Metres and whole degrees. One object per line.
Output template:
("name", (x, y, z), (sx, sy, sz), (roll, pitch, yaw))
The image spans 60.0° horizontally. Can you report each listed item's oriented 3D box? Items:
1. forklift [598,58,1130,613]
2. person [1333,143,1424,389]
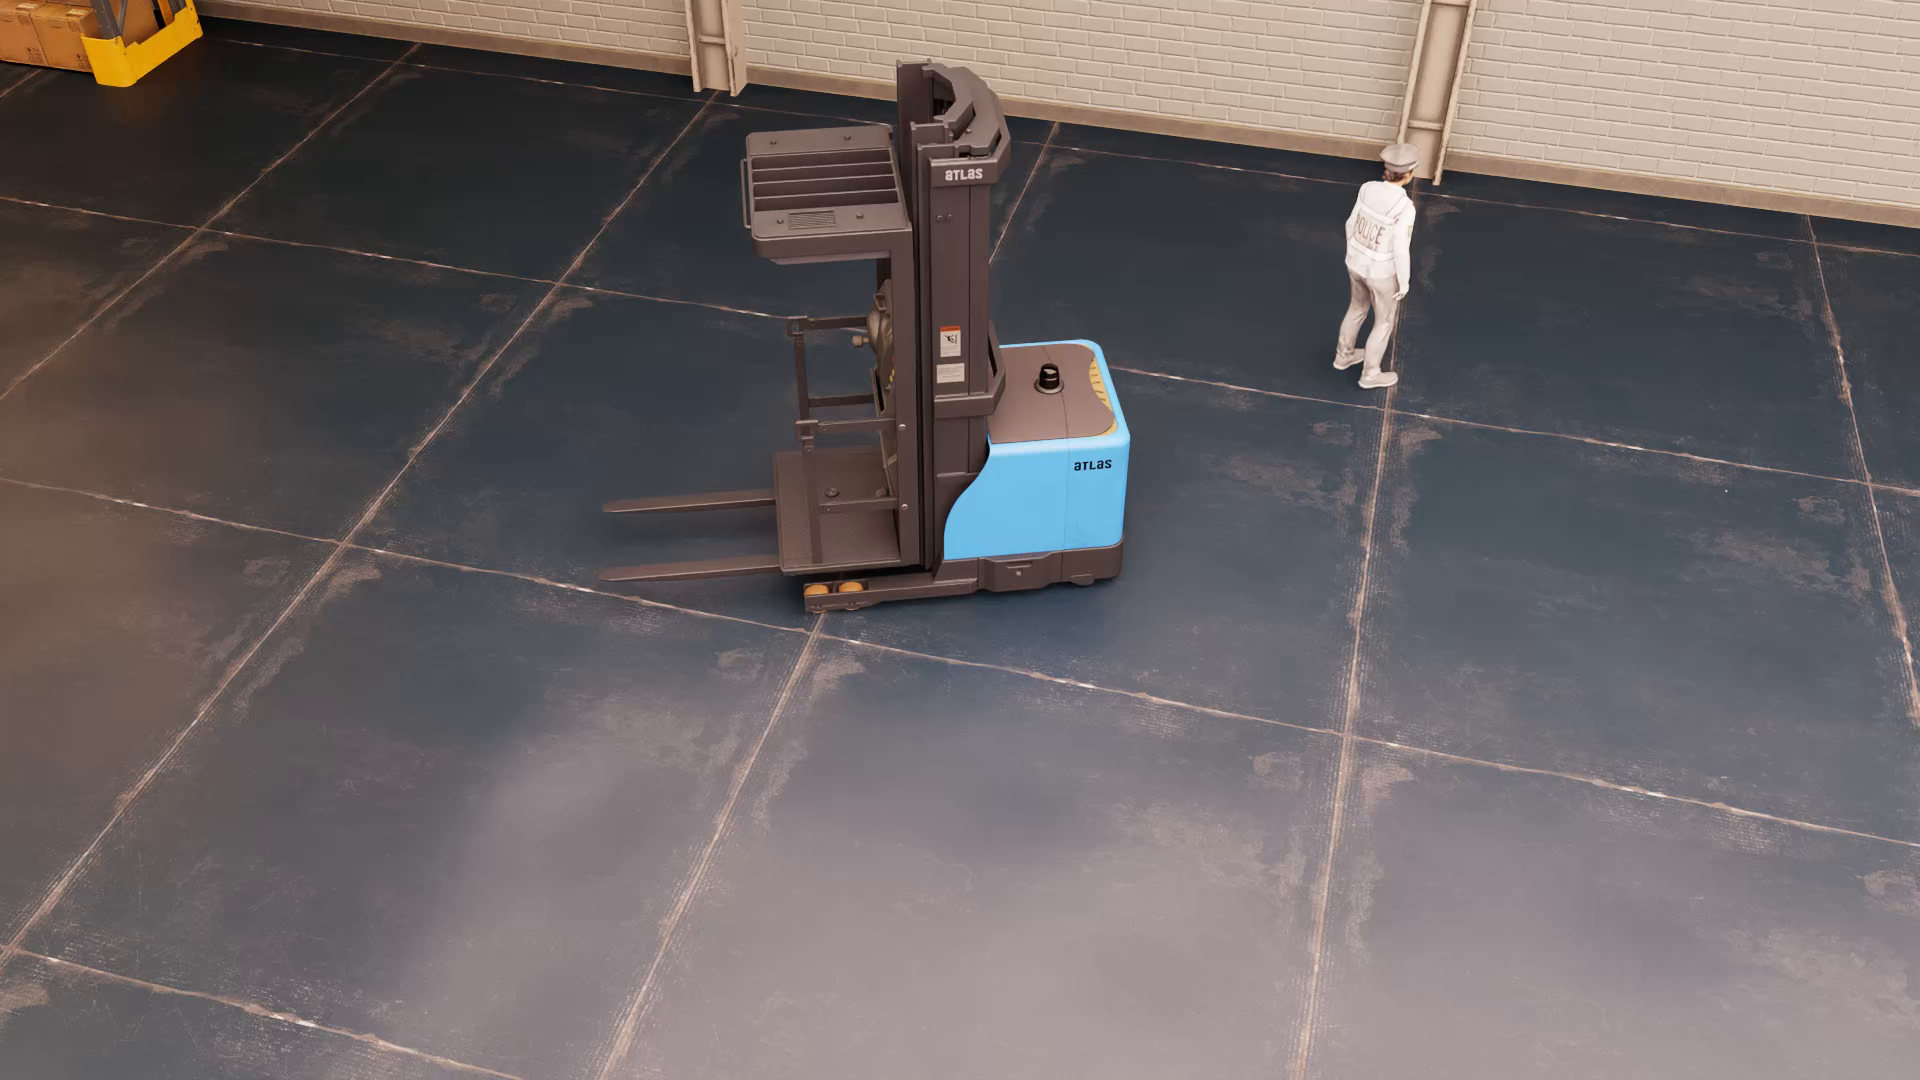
("forklift", (-0.604, -1.052, 9.062), (3.031, 2.935, 1.130), (-5, 41, -5))
("person", (2.720, -1.775, 10.852), (0.373, 1.663, 0.529), (-23, 46, -24))
